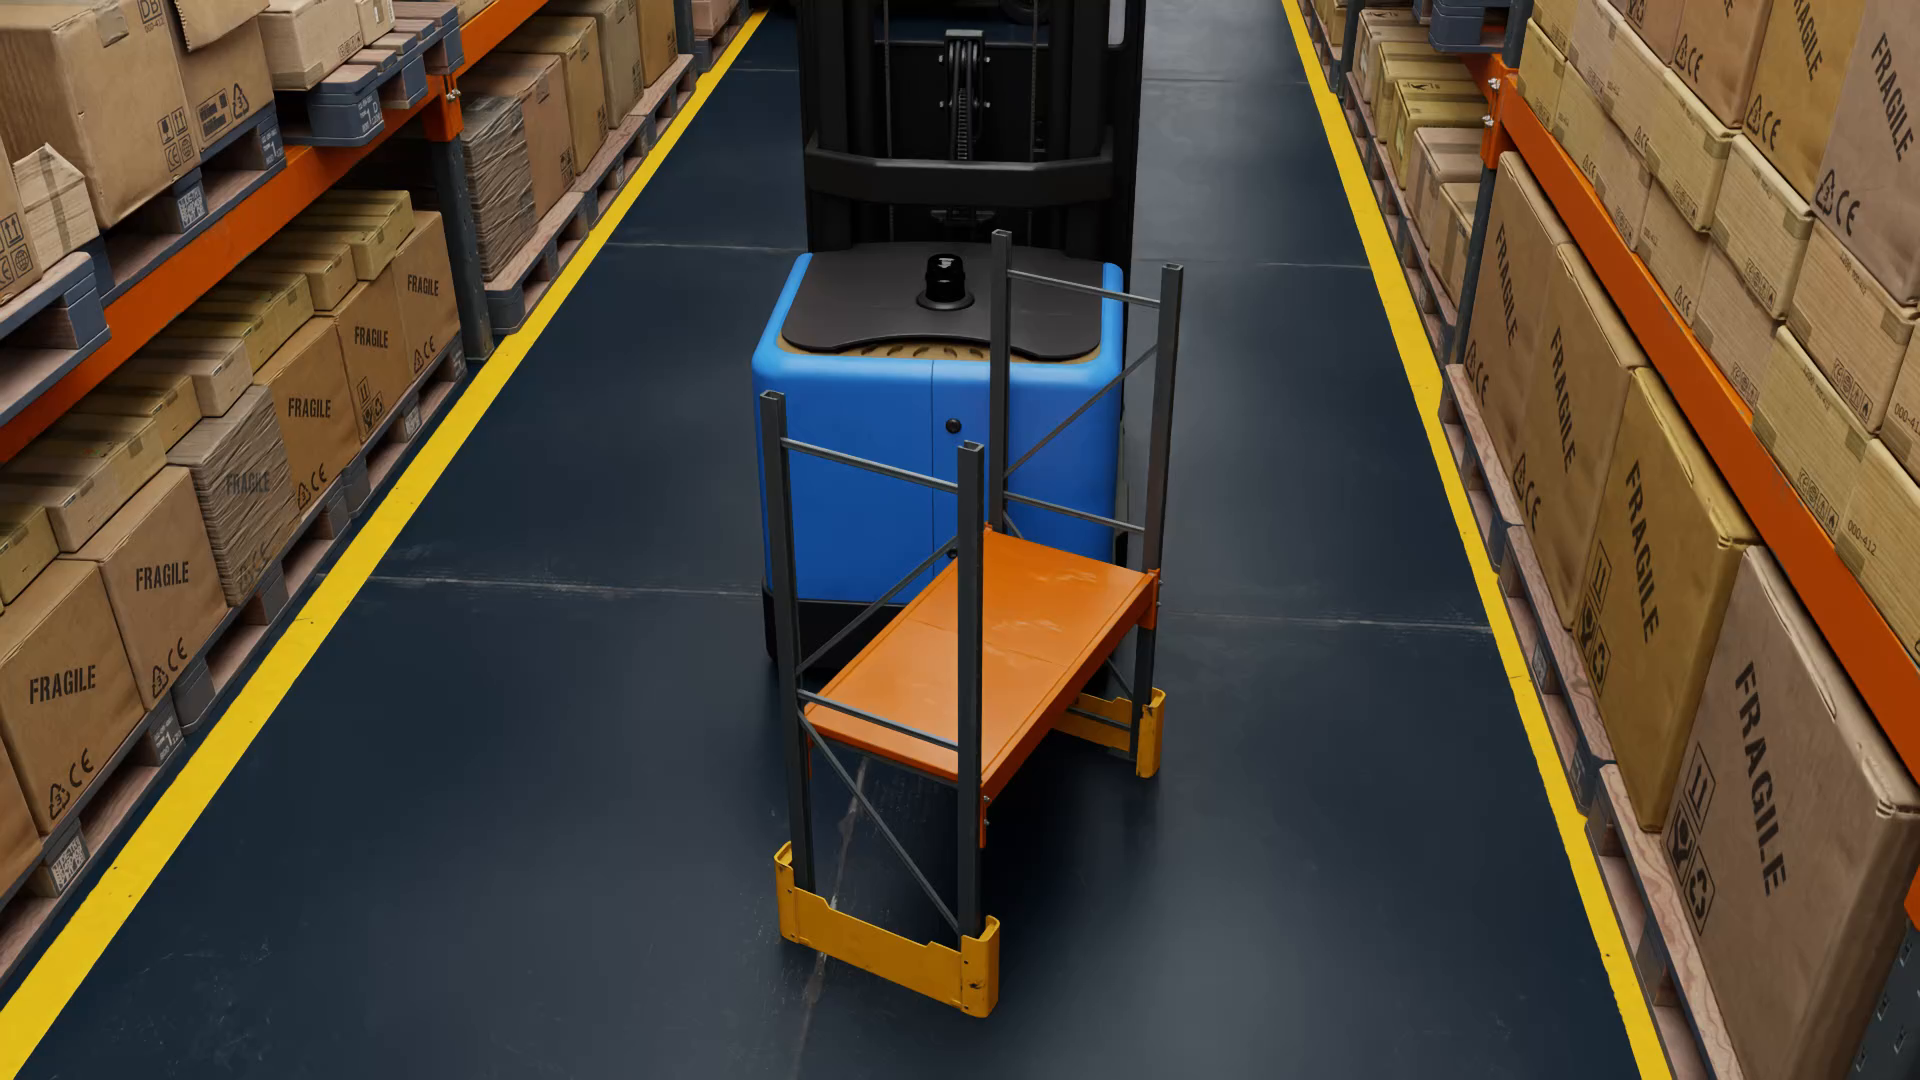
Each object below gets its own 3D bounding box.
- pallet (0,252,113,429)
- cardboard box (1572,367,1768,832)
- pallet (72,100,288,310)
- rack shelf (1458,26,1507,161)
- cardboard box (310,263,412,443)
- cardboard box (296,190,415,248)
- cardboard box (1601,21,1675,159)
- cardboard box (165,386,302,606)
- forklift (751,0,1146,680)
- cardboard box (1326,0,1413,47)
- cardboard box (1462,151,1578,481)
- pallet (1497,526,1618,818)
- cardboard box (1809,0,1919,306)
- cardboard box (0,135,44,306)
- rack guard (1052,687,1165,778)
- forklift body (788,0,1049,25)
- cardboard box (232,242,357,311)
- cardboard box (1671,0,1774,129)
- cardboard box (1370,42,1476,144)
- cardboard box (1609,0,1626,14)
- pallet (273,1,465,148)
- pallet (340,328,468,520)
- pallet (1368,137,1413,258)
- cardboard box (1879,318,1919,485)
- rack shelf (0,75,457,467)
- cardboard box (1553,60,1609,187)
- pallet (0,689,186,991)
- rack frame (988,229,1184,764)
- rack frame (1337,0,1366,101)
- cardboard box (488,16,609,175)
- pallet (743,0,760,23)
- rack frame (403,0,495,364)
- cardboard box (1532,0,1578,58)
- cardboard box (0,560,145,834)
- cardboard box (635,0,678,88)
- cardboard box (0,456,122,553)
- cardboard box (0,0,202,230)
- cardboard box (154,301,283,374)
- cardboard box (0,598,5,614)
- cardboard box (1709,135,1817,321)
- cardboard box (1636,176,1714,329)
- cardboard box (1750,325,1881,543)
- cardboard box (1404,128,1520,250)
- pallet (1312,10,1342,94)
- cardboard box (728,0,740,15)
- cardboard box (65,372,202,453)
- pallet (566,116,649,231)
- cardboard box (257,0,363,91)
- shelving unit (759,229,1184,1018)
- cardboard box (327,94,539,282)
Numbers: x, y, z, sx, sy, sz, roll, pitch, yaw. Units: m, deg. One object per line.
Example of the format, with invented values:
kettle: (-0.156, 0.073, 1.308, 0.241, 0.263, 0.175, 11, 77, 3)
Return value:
pallet: (-2.627, -0.308, 3.574, 1.003, 0.211, 1.213, 2, 32, 4)
cardboard box: (2.183, 0.159, 4.258, 0.875, 0.875, 0.875, 3, 32, 5)
pallet: (-2.629, -0.969, 4.647, 1.003, 0.211, 1.213, 2, 32, 4)
rack shelf: (2.635, -2.598, 7.792, 1.077, 0.370, 4.000, 2, 32, 4)
cardboard box: (-2.346, -0.691, 5.995, 0.500, 0.500, 0.500, 2, 32, 3)
cardboard box: (-2.263, -1.190, 6.186, 0.380, 0.149, 0.250, 1, 32, 2)
cardboard box: (2.089, -1.222, 4.541, 0.500, 0.250, 0.500, 2, 32, 4)
cardboard box: (-2.410, -0.145, 5.109, 0.500, 0.500, 0.500, 1, 32, 2)
forklift: (0.055, -1.577, 5.515, 1.130, 2.935, 3.031, 3, 32, 4)
cardboard box: (2.579, -3.279, 10.431, 0.500, 0.250, 0.500, 4, 32, 6)
cardboard box: (2.334, -0.775, 5.773, 0.875, 0.875, 0.875, 2, 32, 4)
pallet: (2.231, 0.374, 4.941, 1.003, 0.211, 1.213, 2, 32, 4)
cardboard box: (1.968, -0.750, 3.059, 0.500, 0.500, 0.500, 3, 32, 5)
cardboard box: (-2.496, -0.712, 3.551, 0.700, 0.500, 0.500, 3, 32, 5)
rack guard: (0.295, 0.473, 4.744, 0.587, 0.250, 0.087, 16, 35, 24)
forklift body: (-0.160, -4.821, 11.522, 2.313, 2.155, 1.214, 2, 32, 4)
cardboard box: (-2.319, -0.910, 5.732, 0.380, 0.149, 0.250, 1, 32, 2)
cardboard box: (2.056, -1.285, 3.928, 0.500, 0.500, 0.500, 3, 32, 5)
cardboard box: (2.703, -2.359, 8.824, 0.950, 0.372, 0.625, 4, 32, 7)
cardboard box: (2.158, -1.819, 4.794, 0.500, 0.500, 0.500, 3, 32, 4)
pallet: (-2.460, -1.629, 5.717, 1.213, 0.211, 1.003, 2, 32, 4)
pallet: (-2.573, -0.492, 6.348, 1.003, 0.211, 1.213, 2, 32, 4)
pallet: (2.640, -1.716, 8.333, 1.003, 0.211, 1.213, 2, 32, 4)
cardboard box: (1.941, -0.156, 2.811, 0.500, 0.250, 0.500, 2, 32, 4)
rack shelf: (-2.638, -0.716, 4.739, 1.077, 0.370, 4.000, 2, 32, 4)
cardboard box: (2.158, -1.280, 5.111, 0.500, 0.250, 0.500, 2, 32, 3)
pallet: (-2.772, 0.784, 4.277, 1.003, 0.211, 1.213, 2, 32, 4)
rack frame: (0.304, -0.068, 4.431, 0.500, 1.500, 0.032, 16, 35, 24)
rack frame: (2.798, -3.950, 9.300, 1.000, 3.000, 0.127, 2, 32, 4)
cardboard box: (-2.311, -2.256, 8.414, 0.875, 0.625, 0.625, 1, 32, 2)
pallet: (-1.946, -4.026, 12.082, 1.003, 0.211, 1.213, 2, 32, 4)
rack frame: (-2.475, -2.068, 6.247, 1.000, 3.000, 0.127, 2, 32, 4)
cardboard box: (2.185, -1.753, 5.401, 0.500, 0.250, 0.500, 2, 32, 4)
cardboard box: (-2.503, 0.387, 4.246, 0.500, 0.500, 0.500, 2, 32, 3)
cardboard box: (-2.181, -3.054, 9.710, 0.875, 0.625, 0.625, 4, 32, 6)
cardboard box: (-2.485, -0.099, 4.416, 0.380, 0.149, 0.250, 2, 32, 4)
cardboard box: (-2.432, -1.122, 4.217, 0.700, 0.500, 0.500, 2, 32, 4)
cardboard box: (-2.406, -0.643, 5.299, 0.380, 0.149, 0.250, 2, 32, 3)
cardboard box: (-2.551, 0.174, 3.973, 0.380, 0.149, 0.250, 1, 32, 1)
cardboard box: (2.010, -0.689, 3.676, 0.500, 0.250, 0.500, 3, 32, 5)
cardboard box: (2.073, -0.748, 4.247, 0.500, 0.250, 0.500, 2, 32, 4)
cardboard box: (1.975, -0.214, 3.381, 0.500, 0.250, 0.500, 2, 32, 3)
cardboard box: (2.581, -1.599, 7.591, 0.950, 0.372, 0.625, 2, 32, 3)
pallet: (2.818, -3.115, 10.604, 1.003, 0.211, 1.213, 2, 32, 4)
cardboard box: (-1.754, -3.673, 11.071, 0.500, 0.250, 0.500, 2, 32, 3)
cardboard box: (-2.469, -0.371, 4.858, 0.380, 0.149, 0.250, 3, 32, 4)
pallet: (-2.267, -1.946, 8.707, 1.003, 0.211, 1.213, 2, 32, 4)
cardboard box: (-2.238, -1.618, 5.258, 0.500, 0.250, 0.500, 1, 32, 2)
shelving unit: (0.058, 0.171, 4.043, 0.587, 1.500, 1.083, 16, 35, 24)
cardboard box: (-2.410, -1.562, 7.288, 0.875, 0.625, 0.625, 3, 32, 6)
